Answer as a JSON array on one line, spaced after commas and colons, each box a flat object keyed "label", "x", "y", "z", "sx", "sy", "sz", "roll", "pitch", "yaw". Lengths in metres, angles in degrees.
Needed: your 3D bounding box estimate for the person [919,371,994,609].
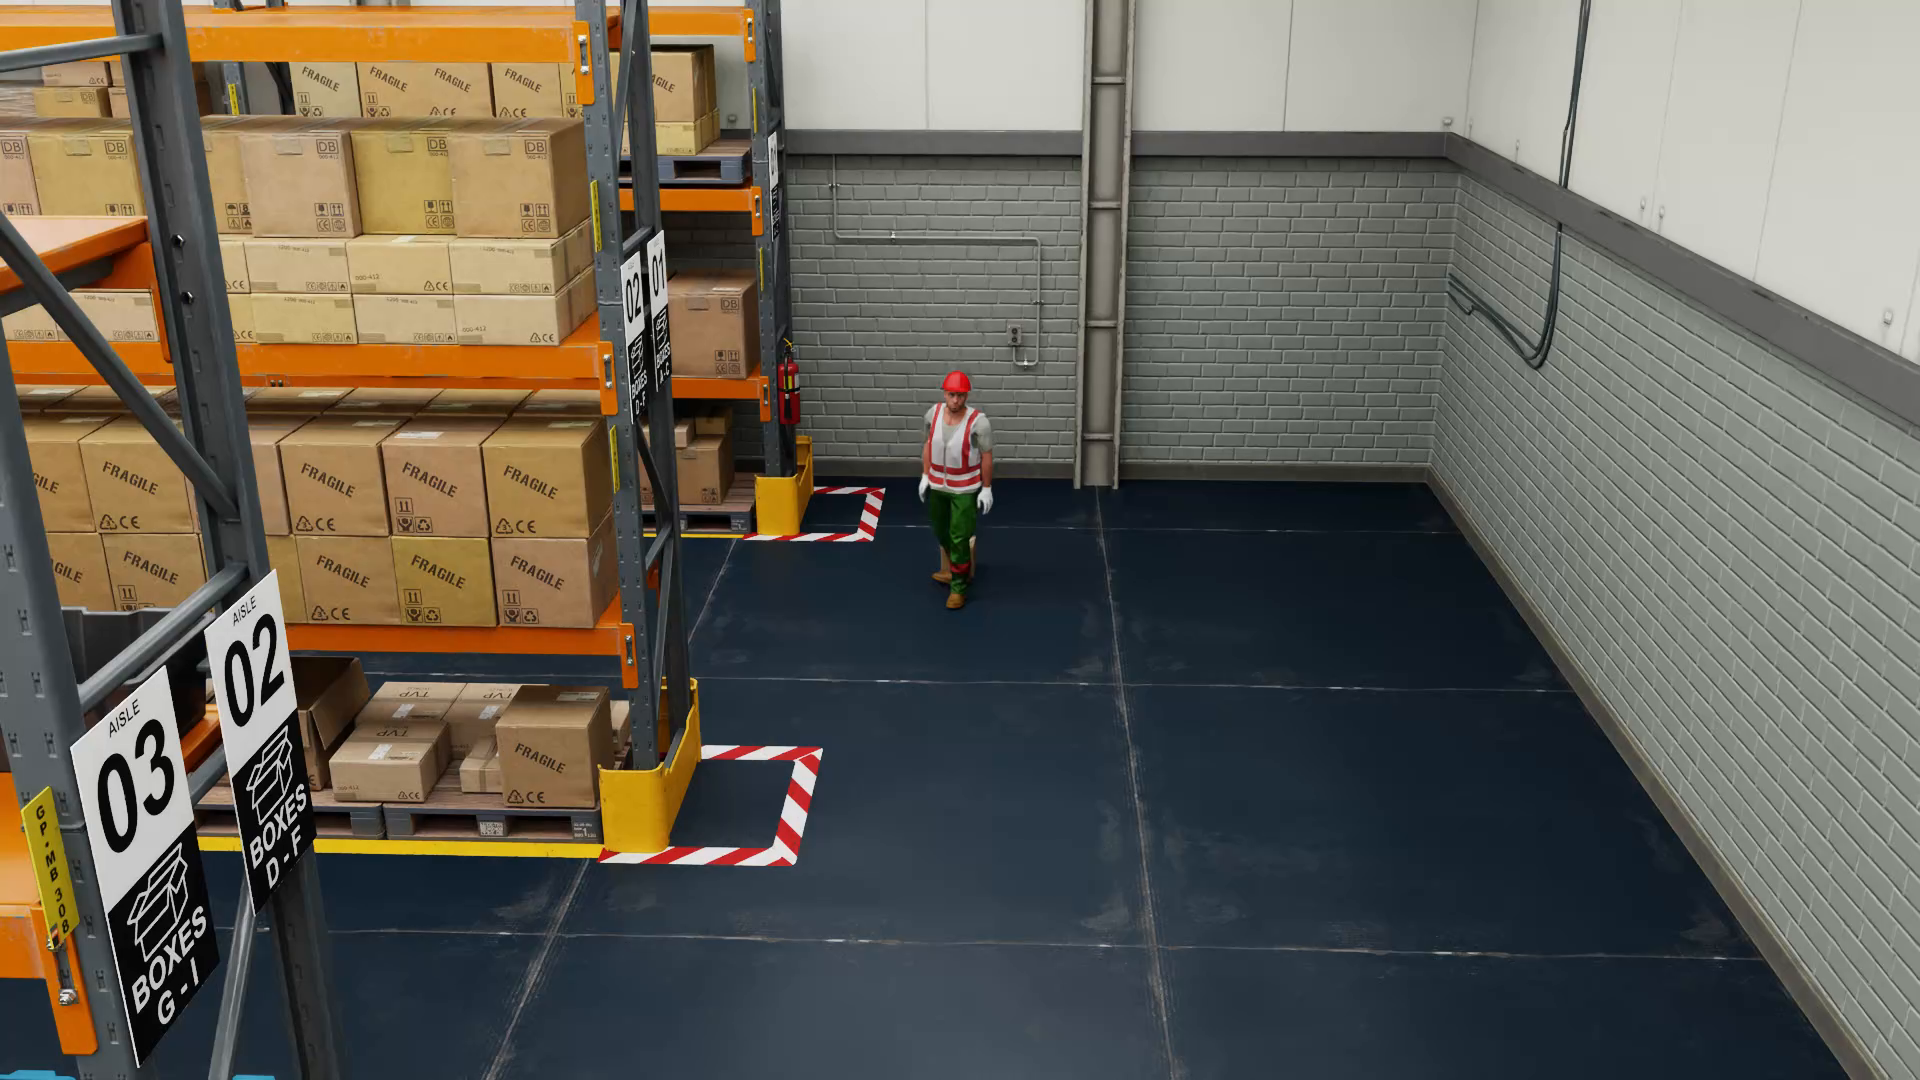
[{"label": "person", "x": -0.010, "y": -0.407, "z": 12.133, "sx": 0.580, "sy": 1.776, "sz": 0.571, "roll": 11, "pitch": 23, "yaw": 27}]
